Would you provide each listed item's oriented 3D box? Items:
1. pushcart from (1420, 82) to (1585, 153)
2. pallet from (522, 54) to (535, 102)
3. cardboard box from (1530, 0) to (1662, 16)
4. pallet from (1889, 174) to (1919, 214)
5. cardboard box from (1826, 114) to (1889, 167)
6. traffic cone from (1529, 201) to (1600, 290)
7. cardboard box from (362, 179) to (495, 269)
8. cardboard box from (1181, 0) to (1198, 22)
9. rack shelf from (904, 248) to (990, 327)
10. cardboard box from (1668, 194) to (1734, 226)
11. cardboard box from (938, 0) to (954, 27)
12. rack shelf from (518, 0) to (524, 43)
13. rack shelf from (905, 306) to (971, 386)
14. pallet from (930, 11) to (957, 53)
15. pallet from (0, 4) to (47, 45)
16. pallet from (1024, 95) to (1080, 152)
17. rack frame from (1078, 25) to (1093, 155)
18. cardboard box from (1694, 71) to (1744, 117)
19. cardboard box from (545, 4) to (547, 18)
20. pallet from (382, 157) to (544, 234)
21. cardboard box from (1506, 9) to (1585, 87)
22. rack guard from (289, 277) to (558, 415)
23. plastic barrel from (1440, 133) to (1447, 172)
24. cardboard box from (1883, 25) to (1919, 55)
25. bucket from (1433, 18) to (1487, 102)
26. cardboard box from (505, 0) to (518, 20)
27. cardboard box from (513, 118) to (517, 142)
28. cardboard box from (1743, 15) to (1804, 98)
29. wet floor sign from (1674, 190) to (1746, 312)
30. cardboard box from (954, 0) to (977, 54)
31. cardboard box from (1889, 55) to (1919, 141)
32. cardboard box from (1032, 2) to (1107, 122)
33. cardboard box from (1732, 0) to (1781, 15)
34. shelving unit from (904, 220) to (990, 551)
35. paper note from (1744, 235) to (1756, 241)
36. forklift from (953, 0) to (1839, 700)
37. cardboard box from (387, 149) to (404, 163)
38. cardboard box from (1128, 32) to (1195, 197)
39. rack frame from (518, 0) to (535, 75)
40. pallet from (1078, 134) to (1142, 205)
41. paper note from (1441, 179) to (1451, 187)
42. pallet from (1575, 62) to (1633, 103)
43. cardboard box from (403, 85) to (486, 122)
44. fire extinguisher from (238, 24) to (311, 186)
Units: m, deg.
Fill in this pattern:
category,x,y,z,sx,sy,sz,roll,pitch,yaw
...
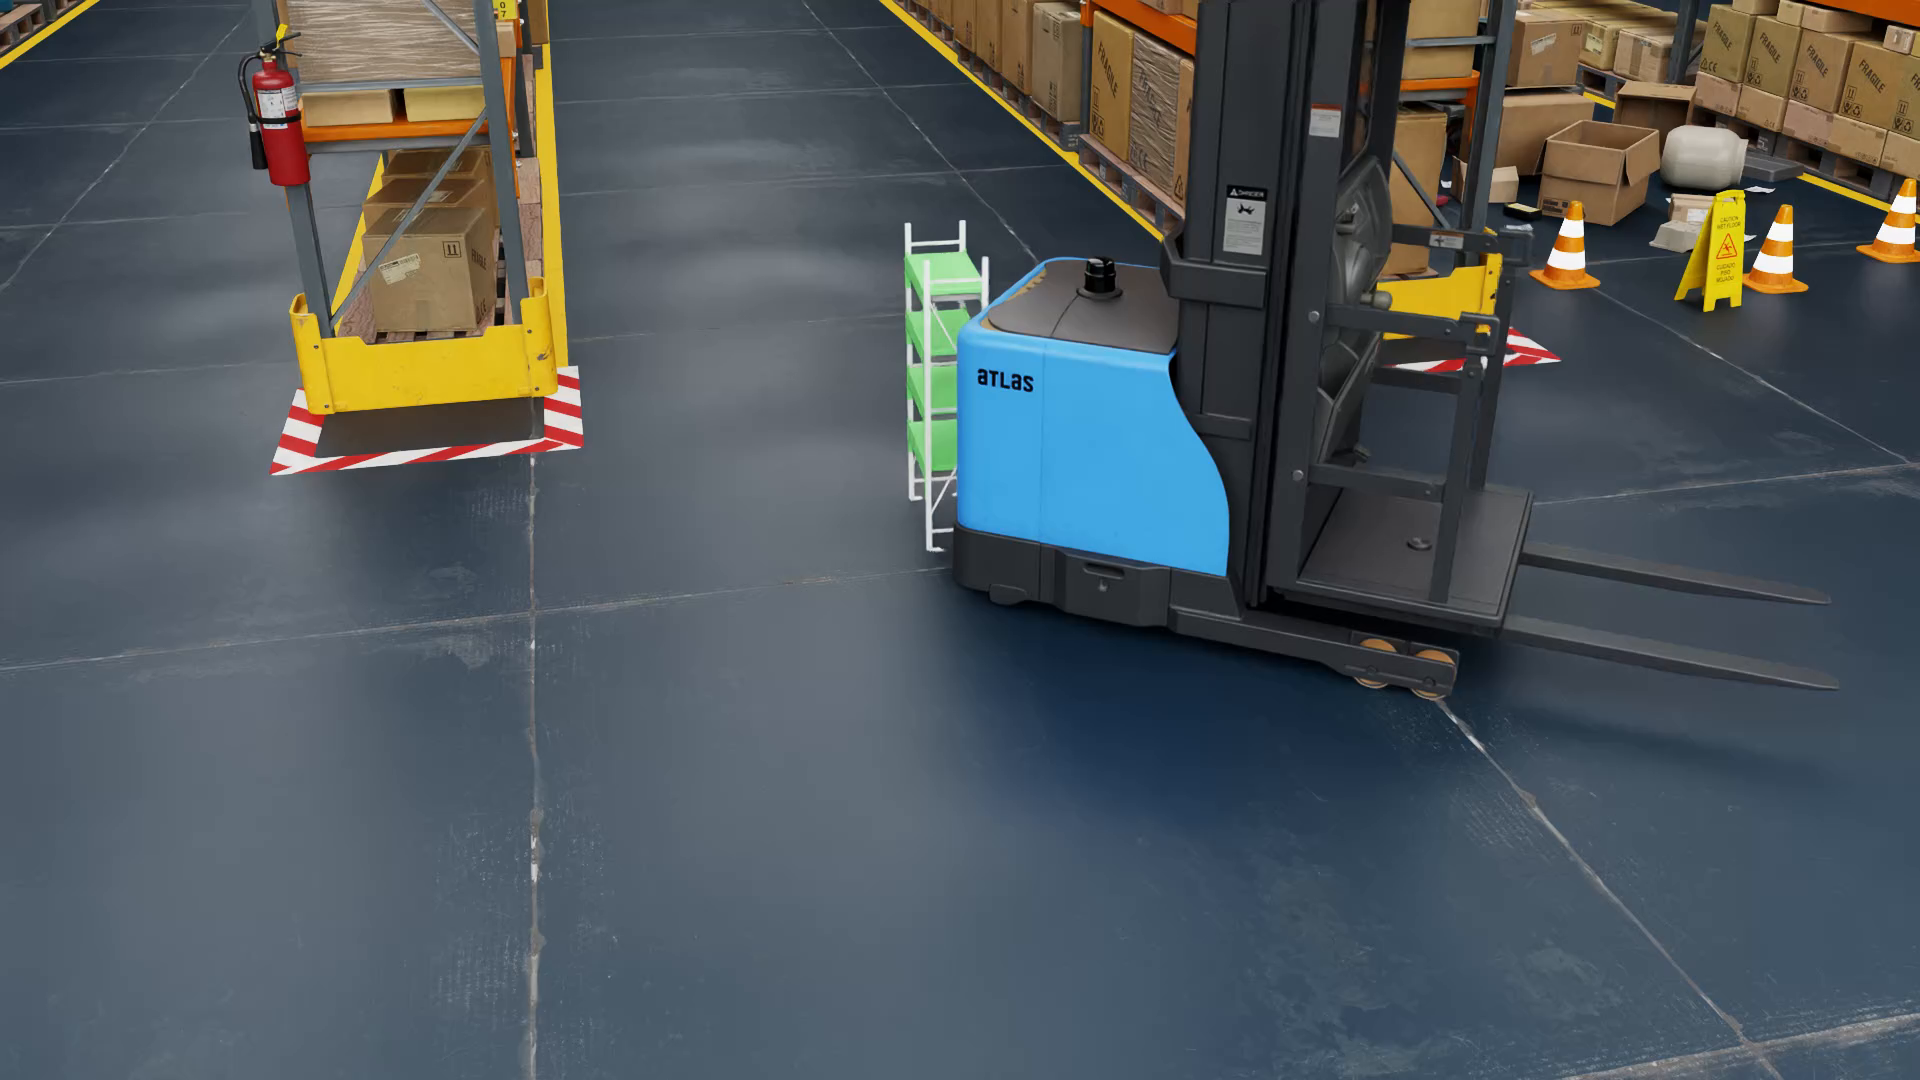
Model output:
category,x,y,z,sx,sy,sz,roll,pitch,yaw
pushcart,3.979,-3.371,13.010,1.648,0.377,0.936,-16,31,-29
pallet,-4.192,-3.957,14.355,1.003,0.211,1.213,-6,27,-12
cardboard box,5.745,-4.660,15.104,0.950,0.372,0.625,-5,27,-10
pallet,6.925,-2.188,10.851,1.003,0.211,1.213,-6,27,-12
cardboard box,6.414,-2.784,11.523,0.500,0.250,0.500,-7,28,-13
traffic cone,3.555,-1.737,9.678,0.336,0.463,0.334,-6,27,-12
cardboard box,-2.857,-1.639,8.977,0.500,0.500,0.500,1,27,2
cardboard box,1.855,-3.444,10.077,0.875,0.550,0.500,-6,27,-12
rack shelf,-0.056,-0.983,6.443,0.258,0.148,0.480,-4,27,-9
cardboard box,4.828,-2.136,10.818,0.380,0.149,0.250,8,28,15
cardboard box,0.085,-5.338,16.305,0.500,0.500,0.500,-6,27,-12
rack shelf,-3.916,-4.346,12.829,1.077,0.370,4.000,-6,27,-12
rack shelf,-0.056,-0.769,6.551,0.258,0.148,0.480,-4,27,-9
pallet,0.314,-5.103,16.625,1.003,0.211,1.213,-6,27,-12
pallet,-9.961,-5.210,16.838,1.003,0.211,1.213,-6,27,-12
pallet,1.142,-3.334,13.122,1.003,0.211,1.213,-6,27,-12
rack frame,1.390,-4.248,11.838,1.000,3.000,0.127,-6,27,-12
cardboard box,6.059,-3.469,12.879,0.500,0.250,0.500,-7,28,-14
cardboard box,-4.696,-5.481,16.172,1.225,0.875,0.875,-6,27,-11
pallet,-3.280,-2.253,10.979,1.003,0.211,1.213,-6,27,-12
cardboard box,4.462,-3.823,12.930,0.500,0.500,0.500,-6,27,-12
rack guard,-2.581,-0.950,8.078,1.175,0.500,0.348,-6,27,-12
plastic barrel,3.140,-2.756,11.740,0.512,0.421,0.421,13,30,24
cardboard box,6.397,-3.330,11.051,0.380,0.149,0.250,-5,27,-9
bucket,3.667,-3.640,12.578,0.726,0.611,0.620,3,17,6
cardboard box,-2.921,-3.287,10.213,0.380,0.149,0.250,-6,27,-12
cardboard box,-3.583,-3.141,11.930,0.700,0.500,0.500,-8,28,-16
cardboard box,6.192,-3.570,12.247,0.500,0.500,0.500,-5,27,-10
wet floor sign,4.227,-1.630,9.262,0.267,0.644,0.232,-11,29,-20
cardboard box,0.538,-4.911,15.181,1.050,0.750,0.750,-6,27,-12
cardboard box,6.535,-2.888,10.896,0.500,0.500,0.500,-5,27,-10
cardboard box,1.162,-3.695,12.772,1.050,0.750,0.750,-6,27,-12
cardboard box,6.029,-4.032,12.443,0.380,0.149,0.250,-6,27,-11
shelving unit,-0.056,-0.612,6.630,0.258,1.200,0.503,-4,27,-9
paper note,4.939,-1.927,10.533,0.148,0.019,0.142,-16,31,-29
forklift,1.541,-1.036,5.550,3.031,2.935,1.130,11,29,20
cardboard box,-3.278,-2.430,10.544,0.500,0.500,0.500,2,27,5
cardboard box,1.670,-2.809,10.878,0.875,0.875,0.875,-6,27,-11
rack frame,-4.367,-5.545,14.407,1.000,3.000,0.127,-6,27,-12
pallet,1.485,-2.662,11.789,1.003,0.211,1.213,-6,27,-12
paper note,3.479,-2.509,11.696,0.172,0.023,0.155,3,27,6
pallet,6.013,-3.892,14.227,1.003,0.211,1.213,-6,27,-12
cardboard box,-2.396,-2.070,7.801,0.380,0.149,0.250,-6,27,-12
fire extinguisher,-2.987,-1.901,7.274,0.296,0.674,0.183,-6,27,-12
